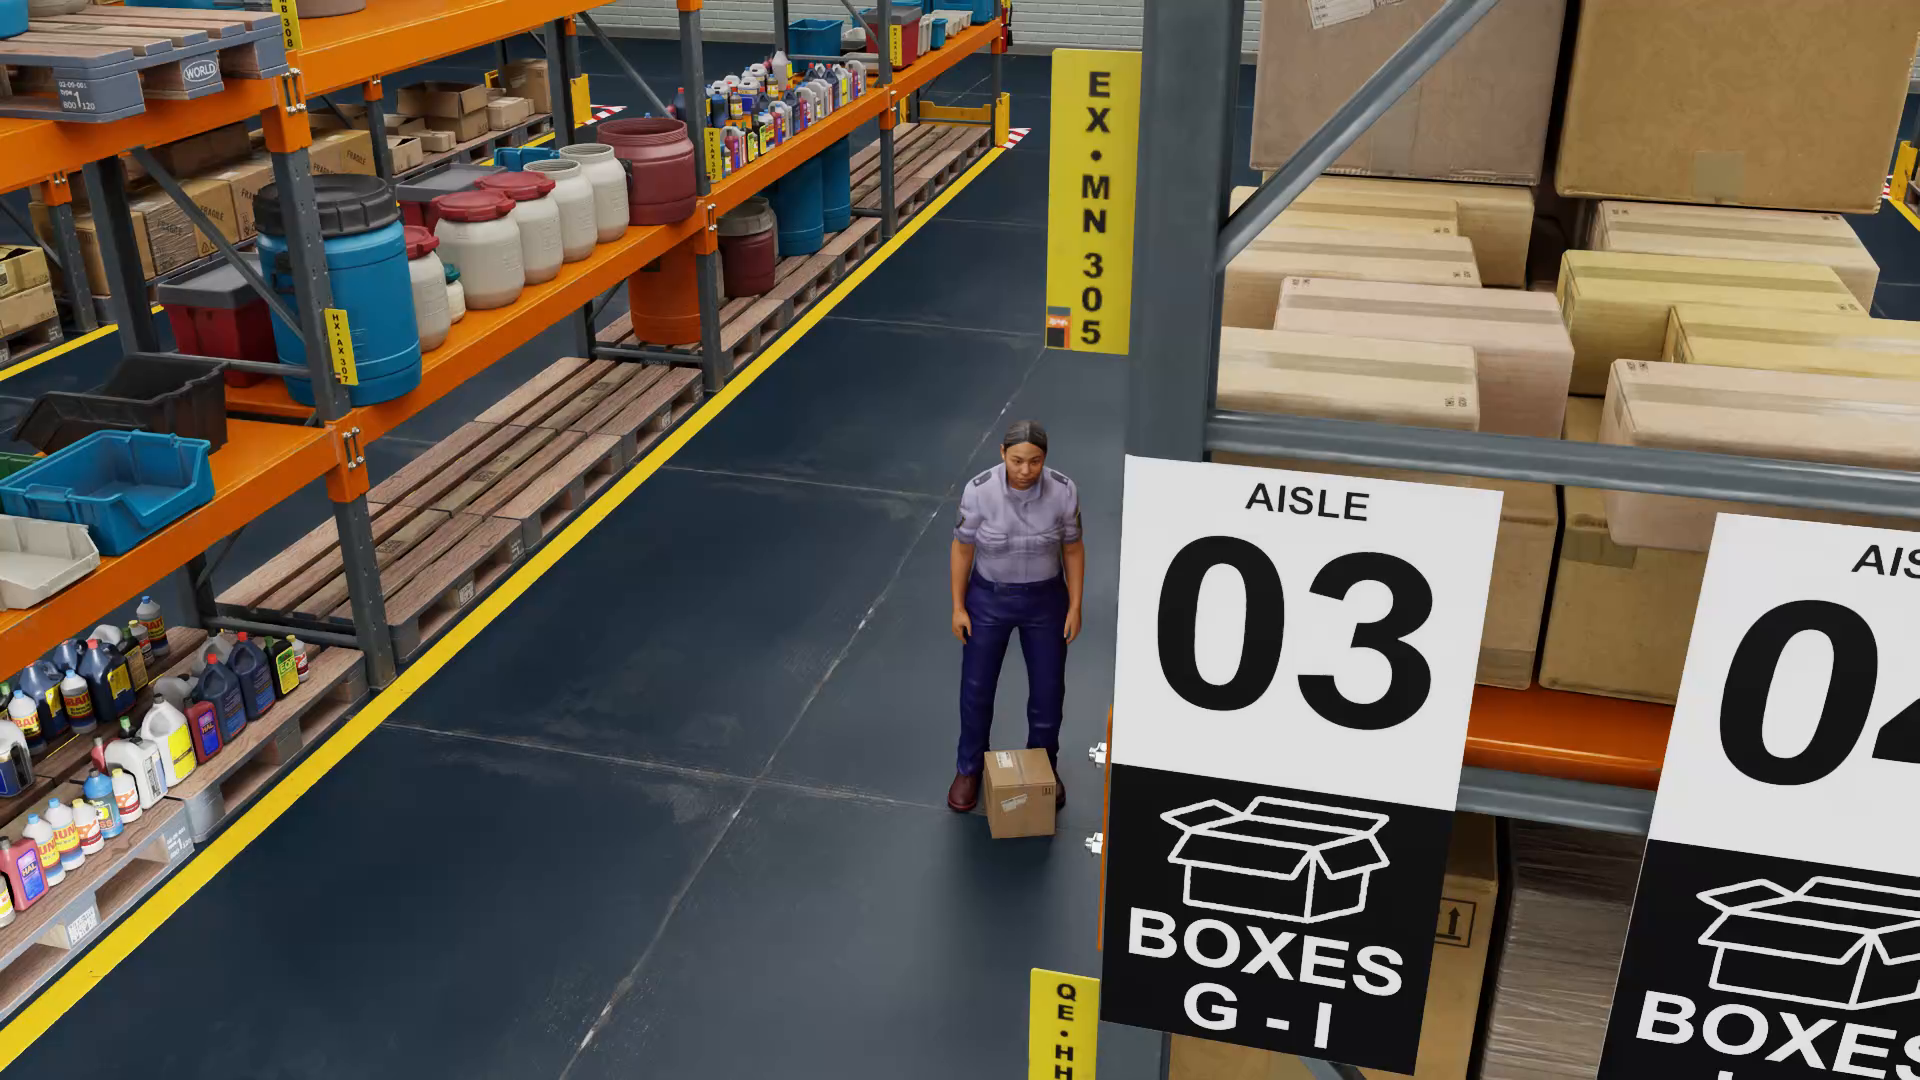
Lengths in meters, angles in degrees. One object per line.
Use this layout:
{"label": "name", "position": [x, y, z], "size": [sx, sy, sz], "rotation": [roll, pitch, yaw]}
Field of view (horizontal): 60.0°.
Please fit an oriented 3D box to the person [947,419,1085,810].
{"label": "person", "position": [0.216, 0.281, 6.543], "size": [0.541, 1.639, 0.373], "rotation": [-1, 25, -1]}
